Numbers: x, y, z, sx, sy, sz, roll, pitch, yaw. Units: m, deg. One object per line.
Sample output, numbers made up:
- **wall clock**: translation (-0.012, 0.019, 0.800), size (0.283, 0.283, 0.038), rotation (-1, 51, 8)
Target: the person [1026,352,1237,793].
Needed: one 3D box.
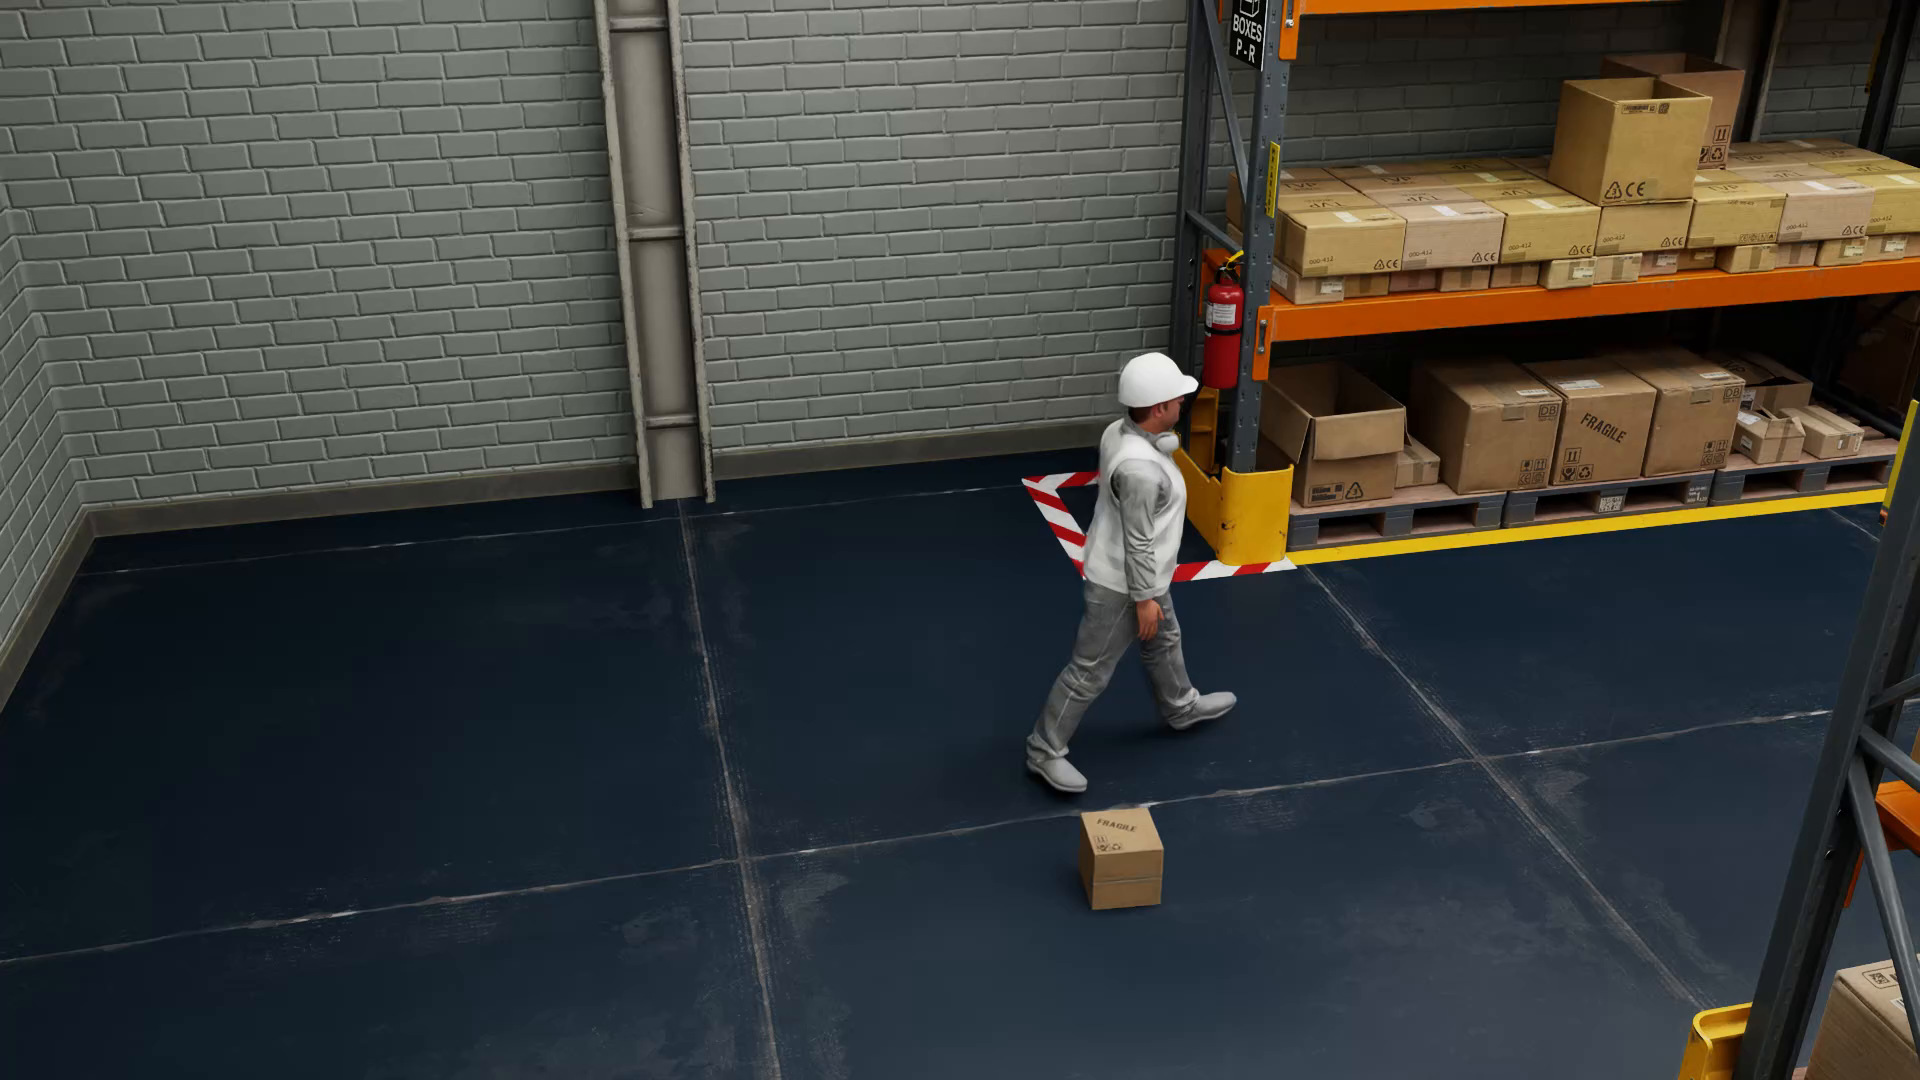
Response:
- **person**: translation (0.705, 0.095, 6.380), size (0.860, 1.733, 0.654), rotation (2, 27, 4)
